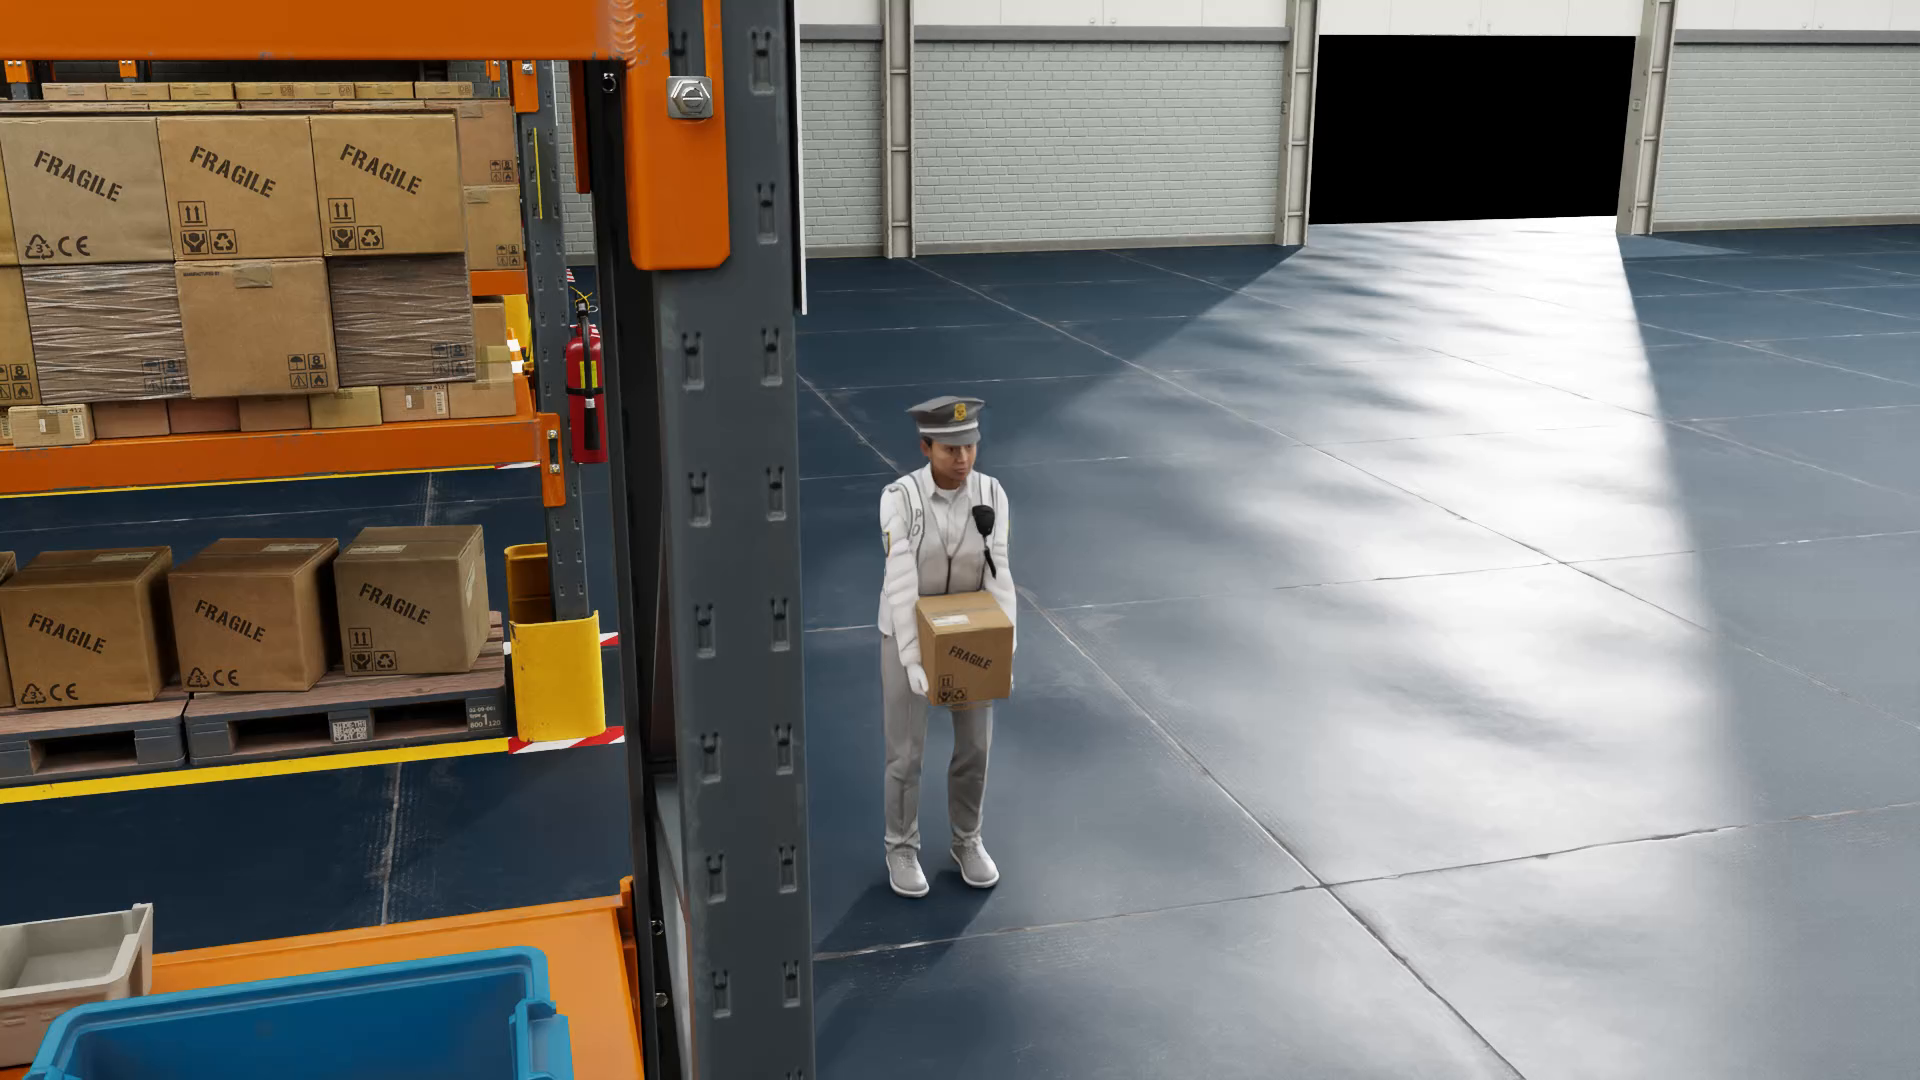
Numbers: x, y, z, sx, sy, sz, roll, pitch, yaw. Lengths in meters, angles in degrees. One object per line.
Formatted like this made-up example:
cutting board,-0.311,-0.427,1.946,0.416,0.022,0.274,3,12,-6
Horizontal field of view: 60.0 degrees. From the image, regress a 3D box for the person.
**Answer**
person,-0.038,0.354,5.319,0.415,1.665,0.542,-5,17,-16
